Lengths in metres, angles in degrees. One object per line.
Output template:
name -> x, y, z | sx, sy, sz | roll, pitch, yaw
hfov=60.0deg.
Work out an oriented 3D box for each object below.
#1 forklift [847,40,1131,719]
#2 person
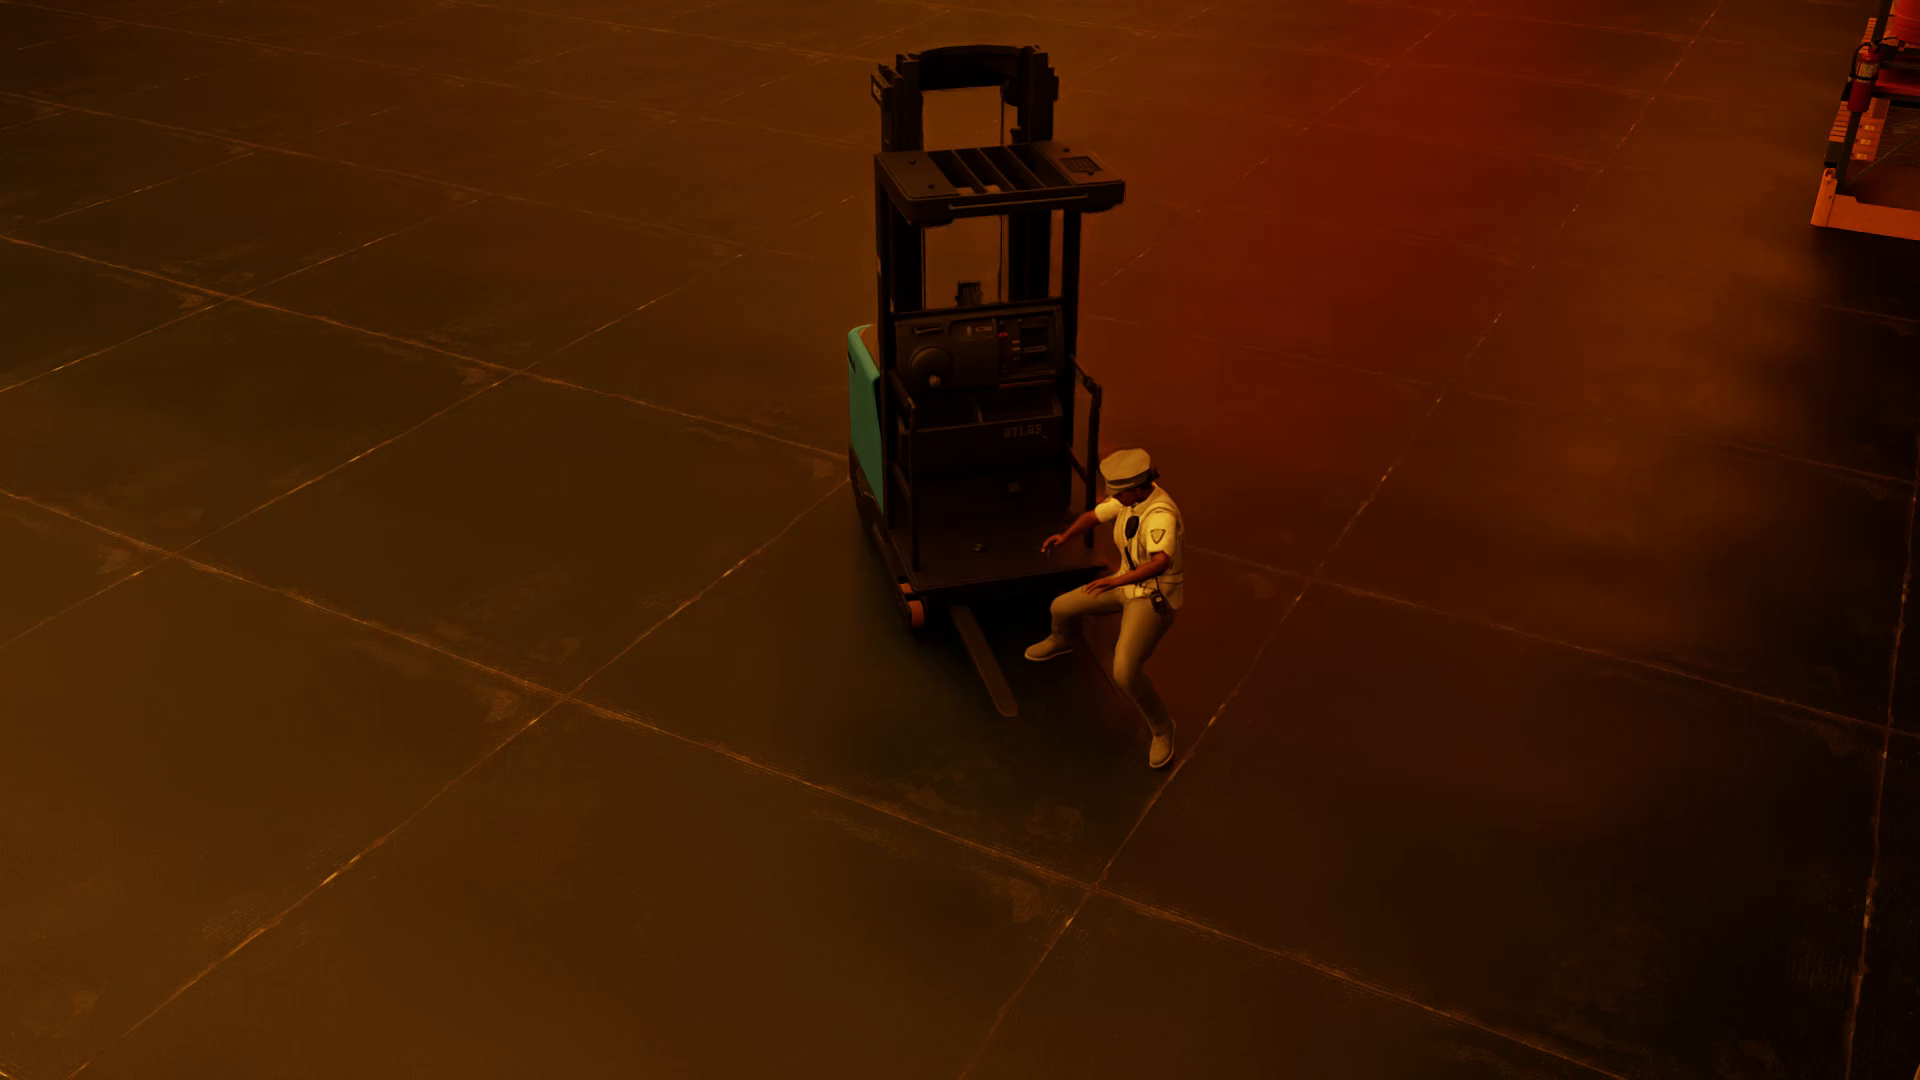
forklift -> 0.166, -0.988, 8.783 | 1.130, 2.935, 3.031 | -7, 31, -13
person -> 0.753, 0.247, 8.122 | 0.671, 1.421, 1.098 | -8, 31, -13
